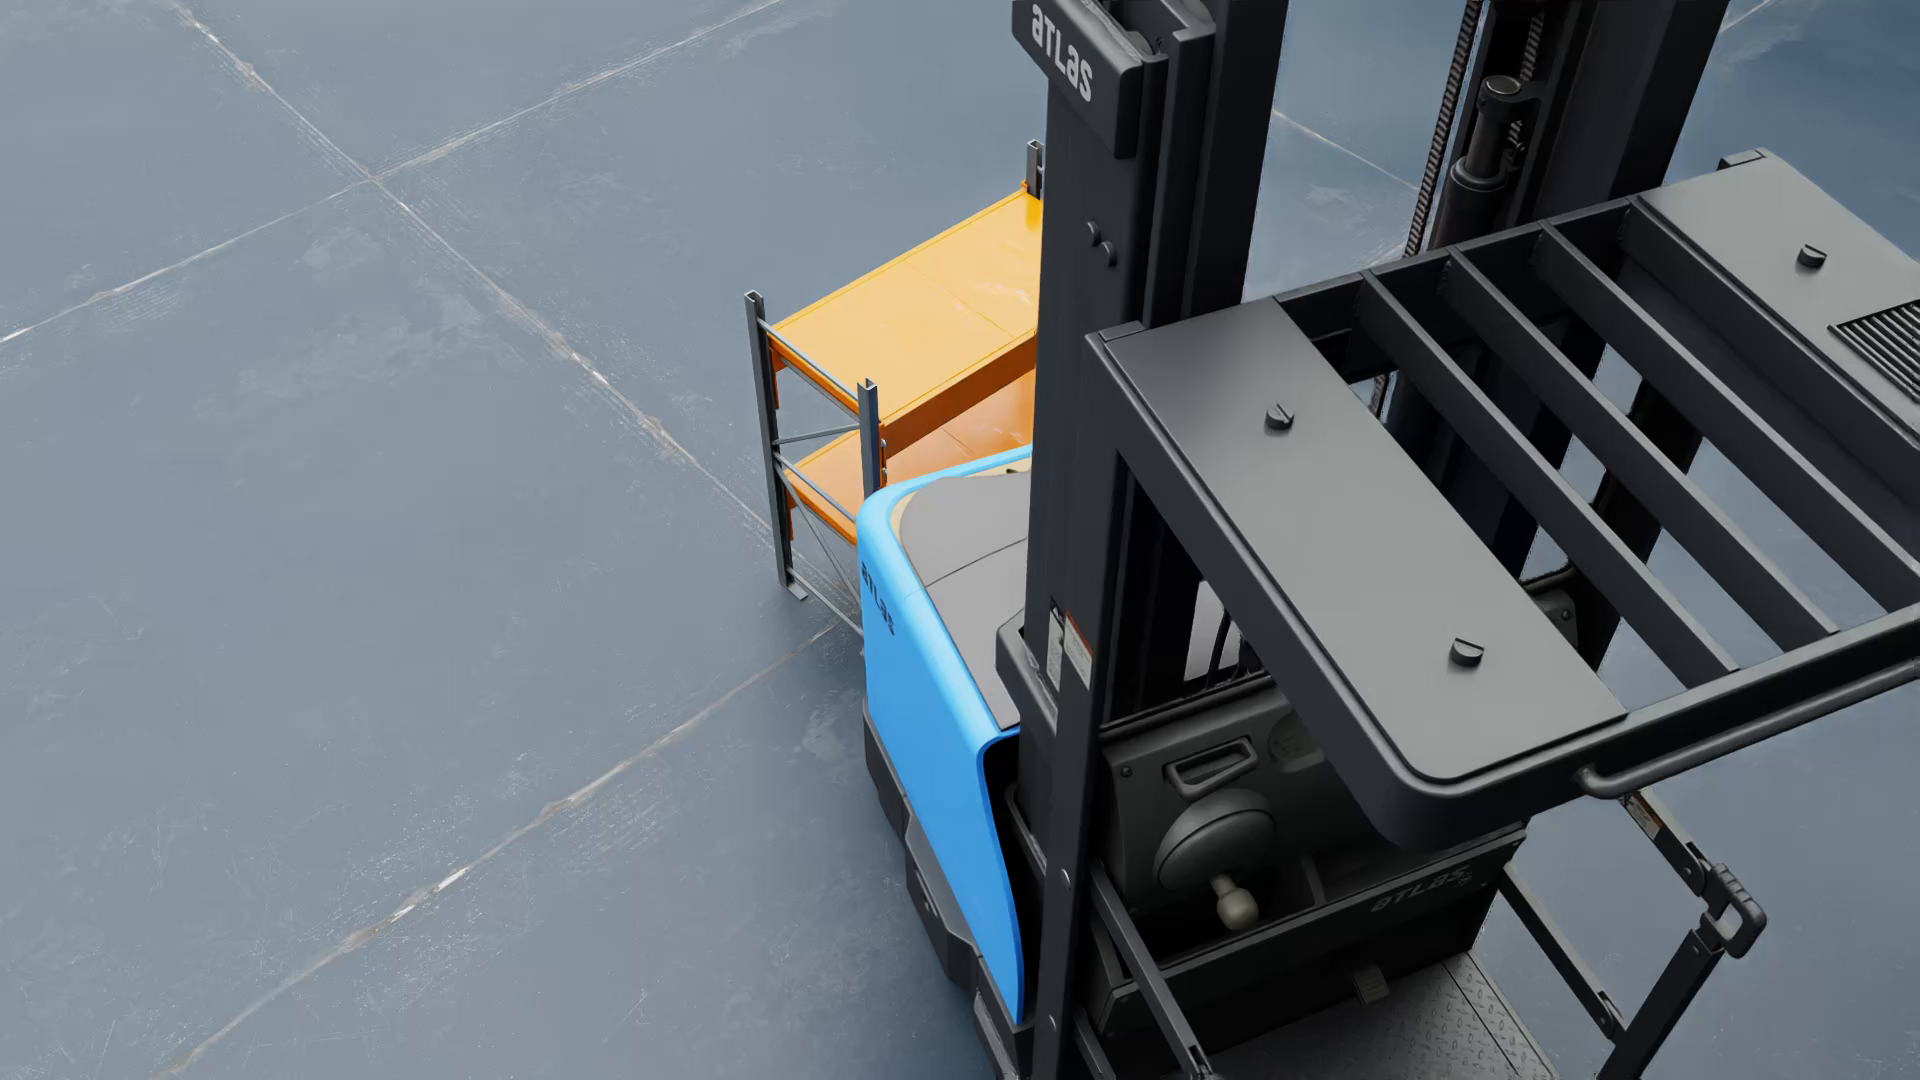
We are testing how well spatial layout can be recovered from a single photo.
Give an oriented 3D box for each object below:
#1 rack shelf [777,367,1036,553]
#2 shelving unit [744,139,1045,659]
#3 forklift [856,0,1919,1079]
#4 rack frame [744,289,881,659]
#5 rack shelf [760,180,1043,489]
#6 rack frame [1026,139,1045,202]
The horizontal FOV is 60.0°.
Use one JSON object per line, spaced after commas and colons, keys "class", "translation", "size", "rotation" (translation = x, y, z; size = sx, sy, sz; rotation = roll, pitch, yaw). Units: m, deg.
{"class": "rack shelf", "translation": [-0.005, -0.212, 5.013], "size": [1.000, 0.278, 0.538], "rotation": [-34, 56, -27]}
{"class": "shelving unit", "translation": [-0.005, -0.378, 4.833], "size": [1.048, 1.125, 0.538], "rotation": [-34, 56, -27]}
{"class": "forklift", "translation": [0.775, 0.491, 2.803], "size": [1.130, 2.935, 3.031], "rotation": [-17, 50, -15]}
{"class": "rack frame", "translation": [-0.381, -0.127, 4.602], "size": [0.032, 1.125, 0.500], "rotation": [-34, 56, -27]}
{"class": "rack shelf", "translation": [-0.005, -0.577, 4.618], "size": [1.000, 0.278, 0.538], "rotation": [-34, 56, -27]}
{"class": "rack frame", "translation": [0.371, -0.629, 5.065], "size": [0.032, 1.125, 0.500], "rotation": [-34, 56, -27]}
